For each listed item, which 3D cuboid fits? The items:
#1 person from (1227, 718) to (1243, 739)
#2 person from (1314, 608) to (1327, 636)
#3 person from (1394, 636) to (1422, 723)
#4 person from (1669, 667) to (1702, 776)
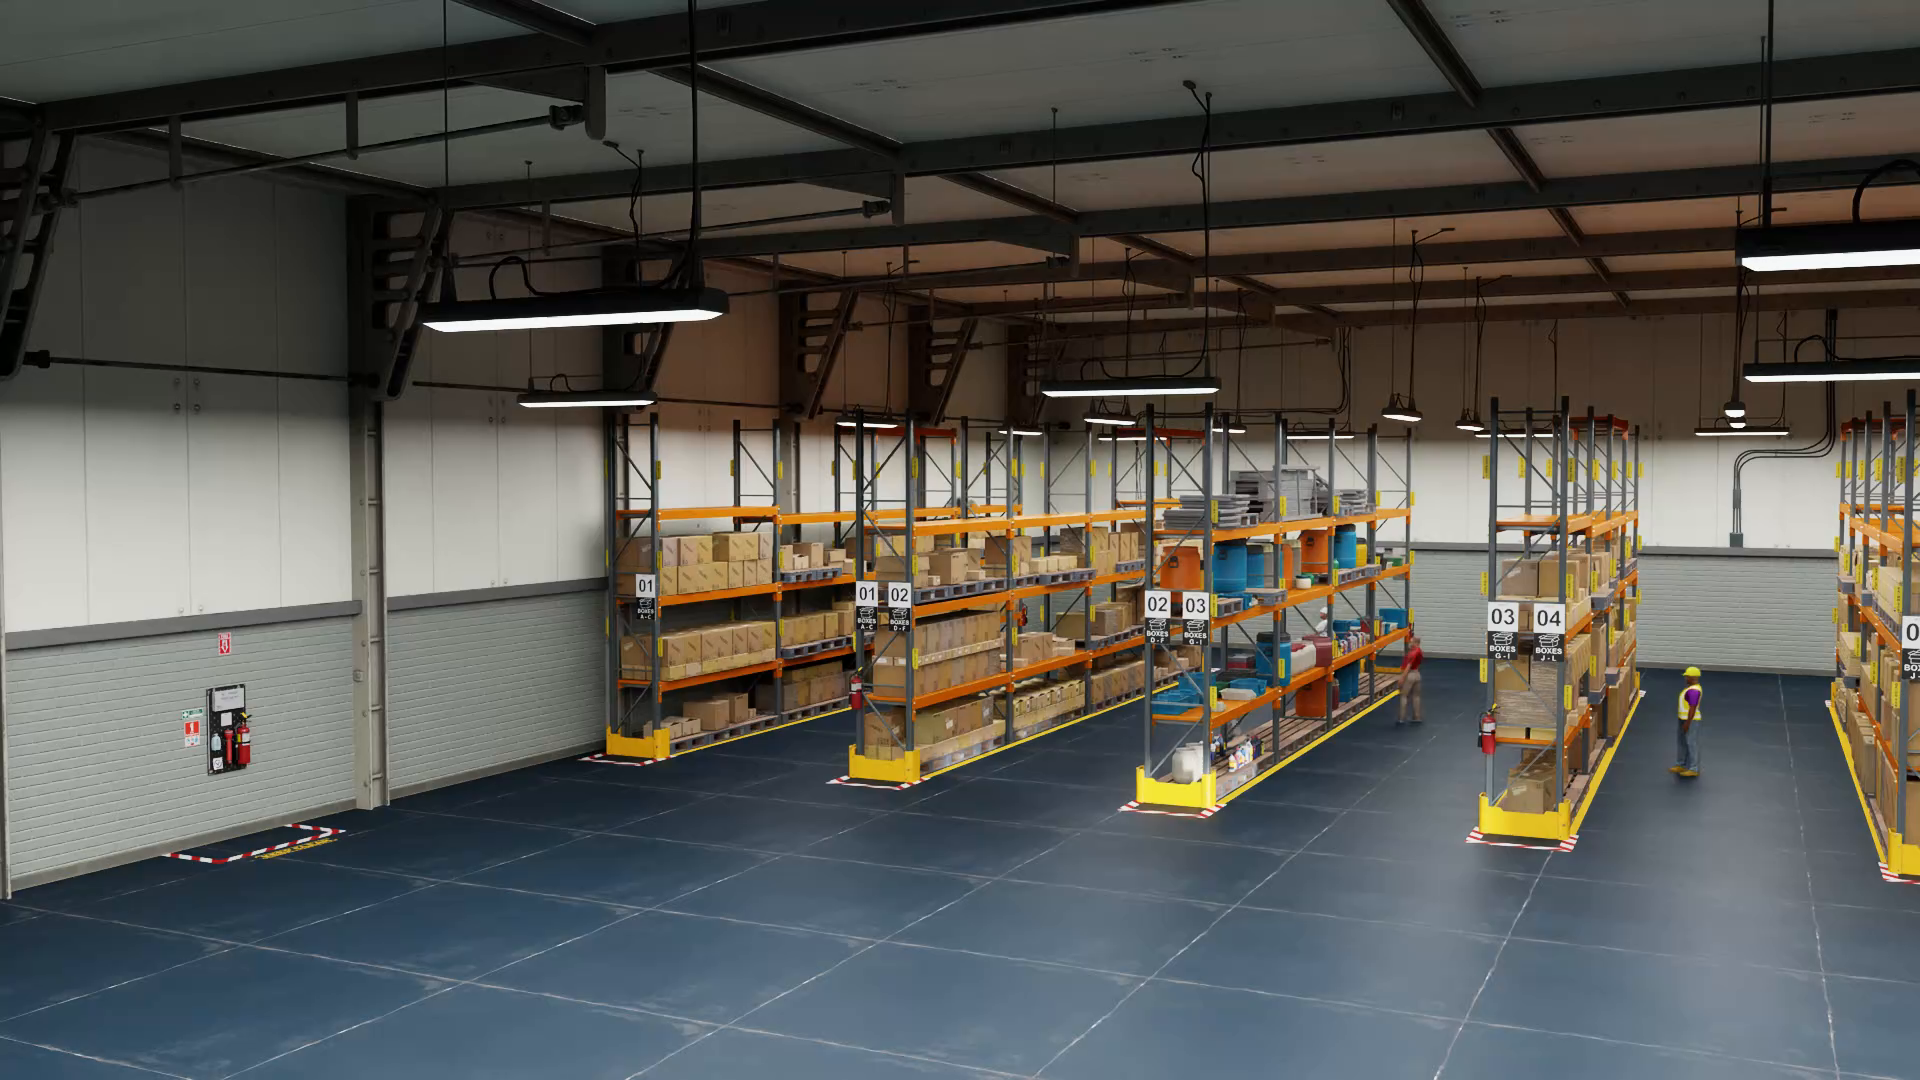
[{"bbox_3d":[5.024,2.917,30.672,0.460,1.547,0.918,-1,3,-24],"label":"person"},{"bbox_3d":[8.513,2.473,39.547,0.777,1.728,1.075,-2,3,-42],"label":"person"},{"bbox_3d":[8.873,2.759,32.926,0.619,1.719,0.490,-2,3,-41],"label":"person"},{"bbox_3d":[11.953,2.963,27.322,0.507,1.759,0.639,0,2,5],"label":"person"}]
